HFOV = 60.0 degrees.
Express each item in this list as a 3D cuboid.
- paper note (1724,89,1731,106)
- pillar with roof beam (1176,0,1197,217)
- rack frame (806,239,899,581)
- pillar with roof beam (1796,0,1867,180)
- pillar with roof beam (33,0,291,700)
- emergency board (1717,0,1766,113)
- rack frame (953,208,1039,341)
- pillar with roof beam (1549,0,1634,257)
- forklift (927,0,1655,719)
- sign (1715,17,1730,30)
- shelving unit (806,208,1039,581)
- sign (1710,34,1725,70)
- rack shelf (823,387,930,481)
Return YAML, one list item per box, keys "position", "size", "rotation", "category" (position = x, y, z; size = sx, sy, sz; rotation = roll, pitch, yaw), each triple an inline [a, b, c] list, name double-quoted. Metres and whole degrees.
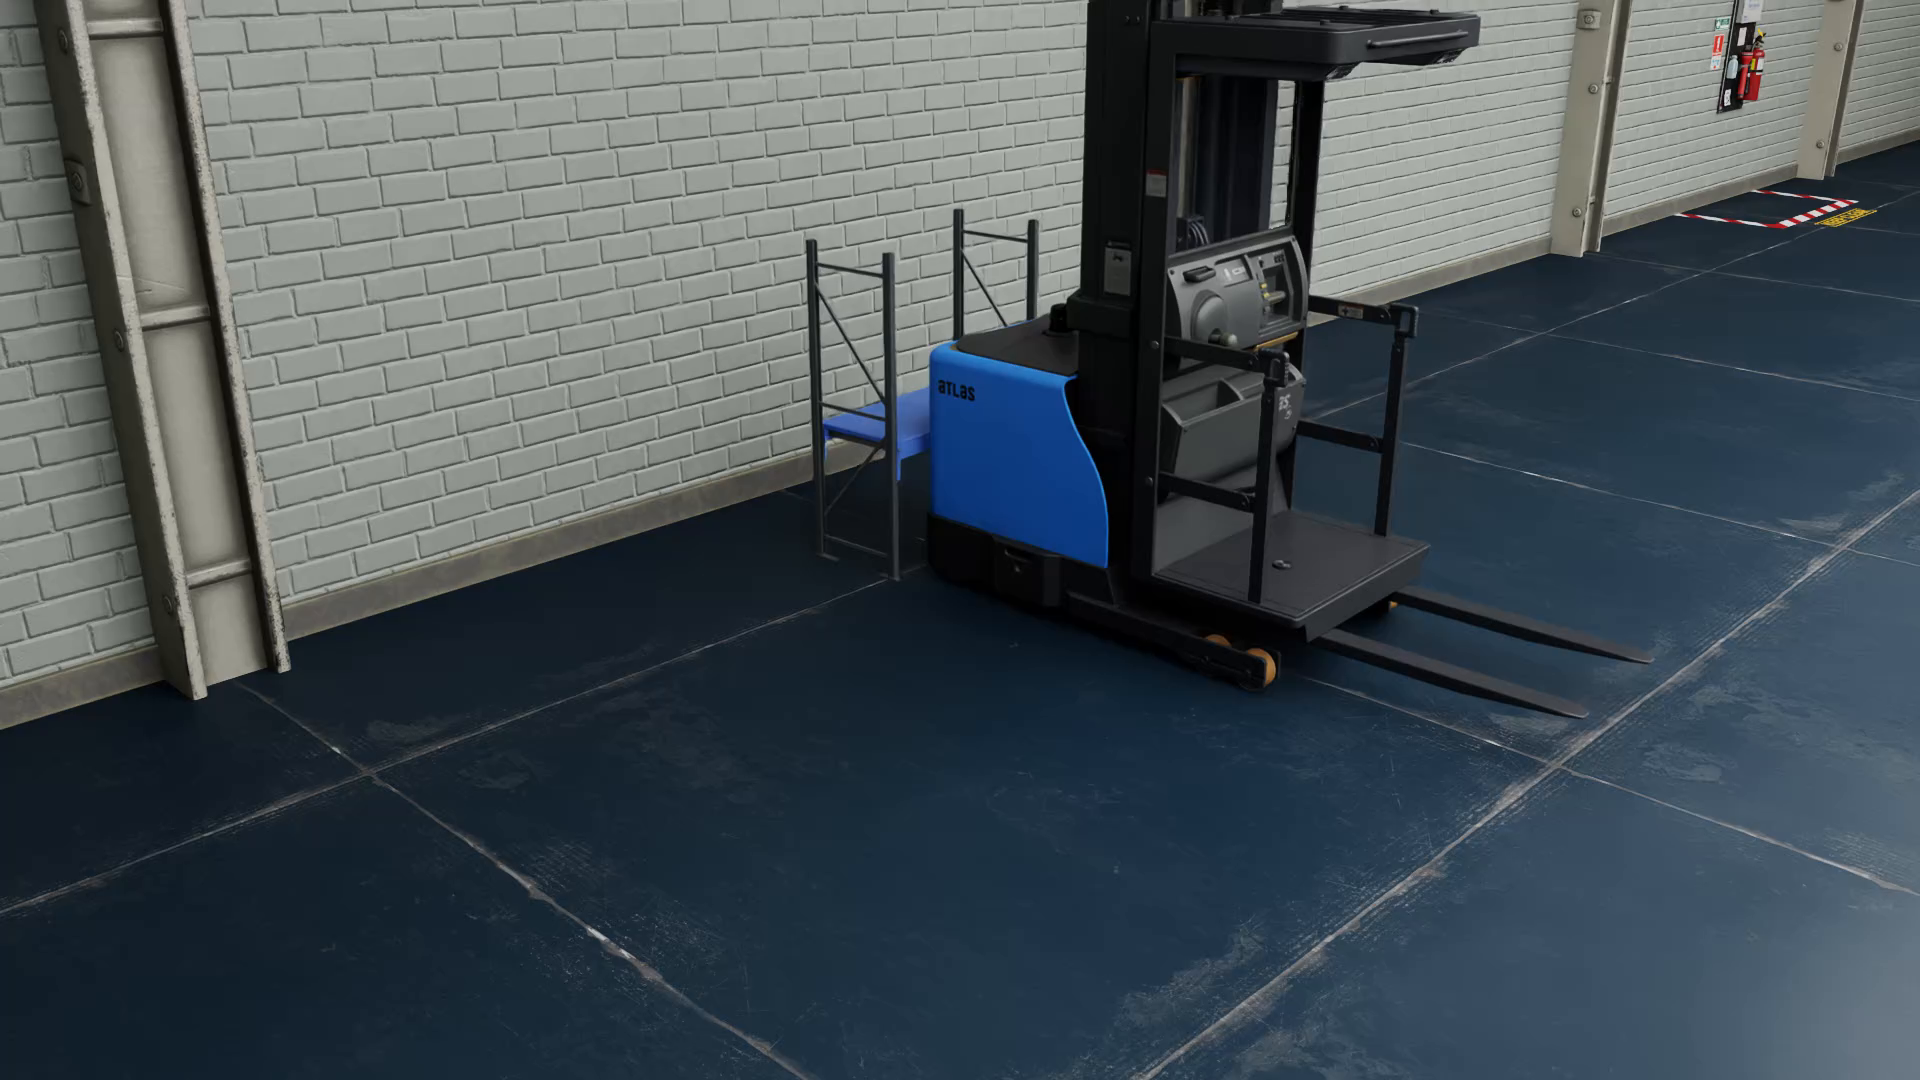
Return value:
- position: [7.686, -4.428, 16.642]
  size: [0.016, 0.148, 0.142]
  rotation: [19, 28, 41]
  category: "paper note"
- position: [4.323, -4.131, 6.280]
  size: [9.100, 9.000, 0.400]
  rotation: [19, 28, 41]
  category: "pillar with roof beam"
- position: [-0.480, -0.573, 7.475]
  size: [0.500, 1.500, 0.032]
  rotation: [17, 27, 37]
  category: "rack frame"
- position: [12.694, -7.216, 14.306]
  size: [9.100, 9.000, 0.400]
  rotation: [19, 28, 41]
  category: "pillar with roof beam"
- position: [0.137, -2.589, 2.268]
  size: [9.100, 9.000, 0.400]
  rotation: [19, 28, 41]
  category: "pillar with roof beam"
- position: [7.859, -4.868, 16.558]
  size: [0.194, 1.169, 0.643]
  rotation: [19, 28, 41]
  category: "emergency board"
- position: [0.169, -0.854, 8.205]
  size: [0.500, 1.500, 0.032]
  rotation: [17, 27, 37]
  category: "rack frame"
- position: [8.509, -5.674, 10.293]
  size: [9.100, 9.000, 0.400]
  rotation: [19, 28, 41]
  category: "pillar with roof beam"
- position: [1.282, -0.987, 6.558]
  size: [3.031, 2.935, 1.130]
  rotation: [18, 27, 39]
  category: "forklift"
- position: [7.408, -5.014, 16.151]
  size: [0.001, 0.109, 0.331]
  rotation: [19, 28, 41]
  category: "sign"
- position: [-0.155, -0.713, 7.840]
  size: [0.538, 1.500, 1.048]
  rotation: [17, 27, 37]
  category: "shelving unit"
- position: [7.399, -4.768, 16.249]
  size: [0.001, 0.329, 0.234]
  rotation: [19, 28, 41]
  category: "sign"
- position: [-0.155, -0.546, 7.905]
  size: [0.538, 0.185, 1.000]
  rotation: [17, 27, 37]
  category: "rack shelf"
